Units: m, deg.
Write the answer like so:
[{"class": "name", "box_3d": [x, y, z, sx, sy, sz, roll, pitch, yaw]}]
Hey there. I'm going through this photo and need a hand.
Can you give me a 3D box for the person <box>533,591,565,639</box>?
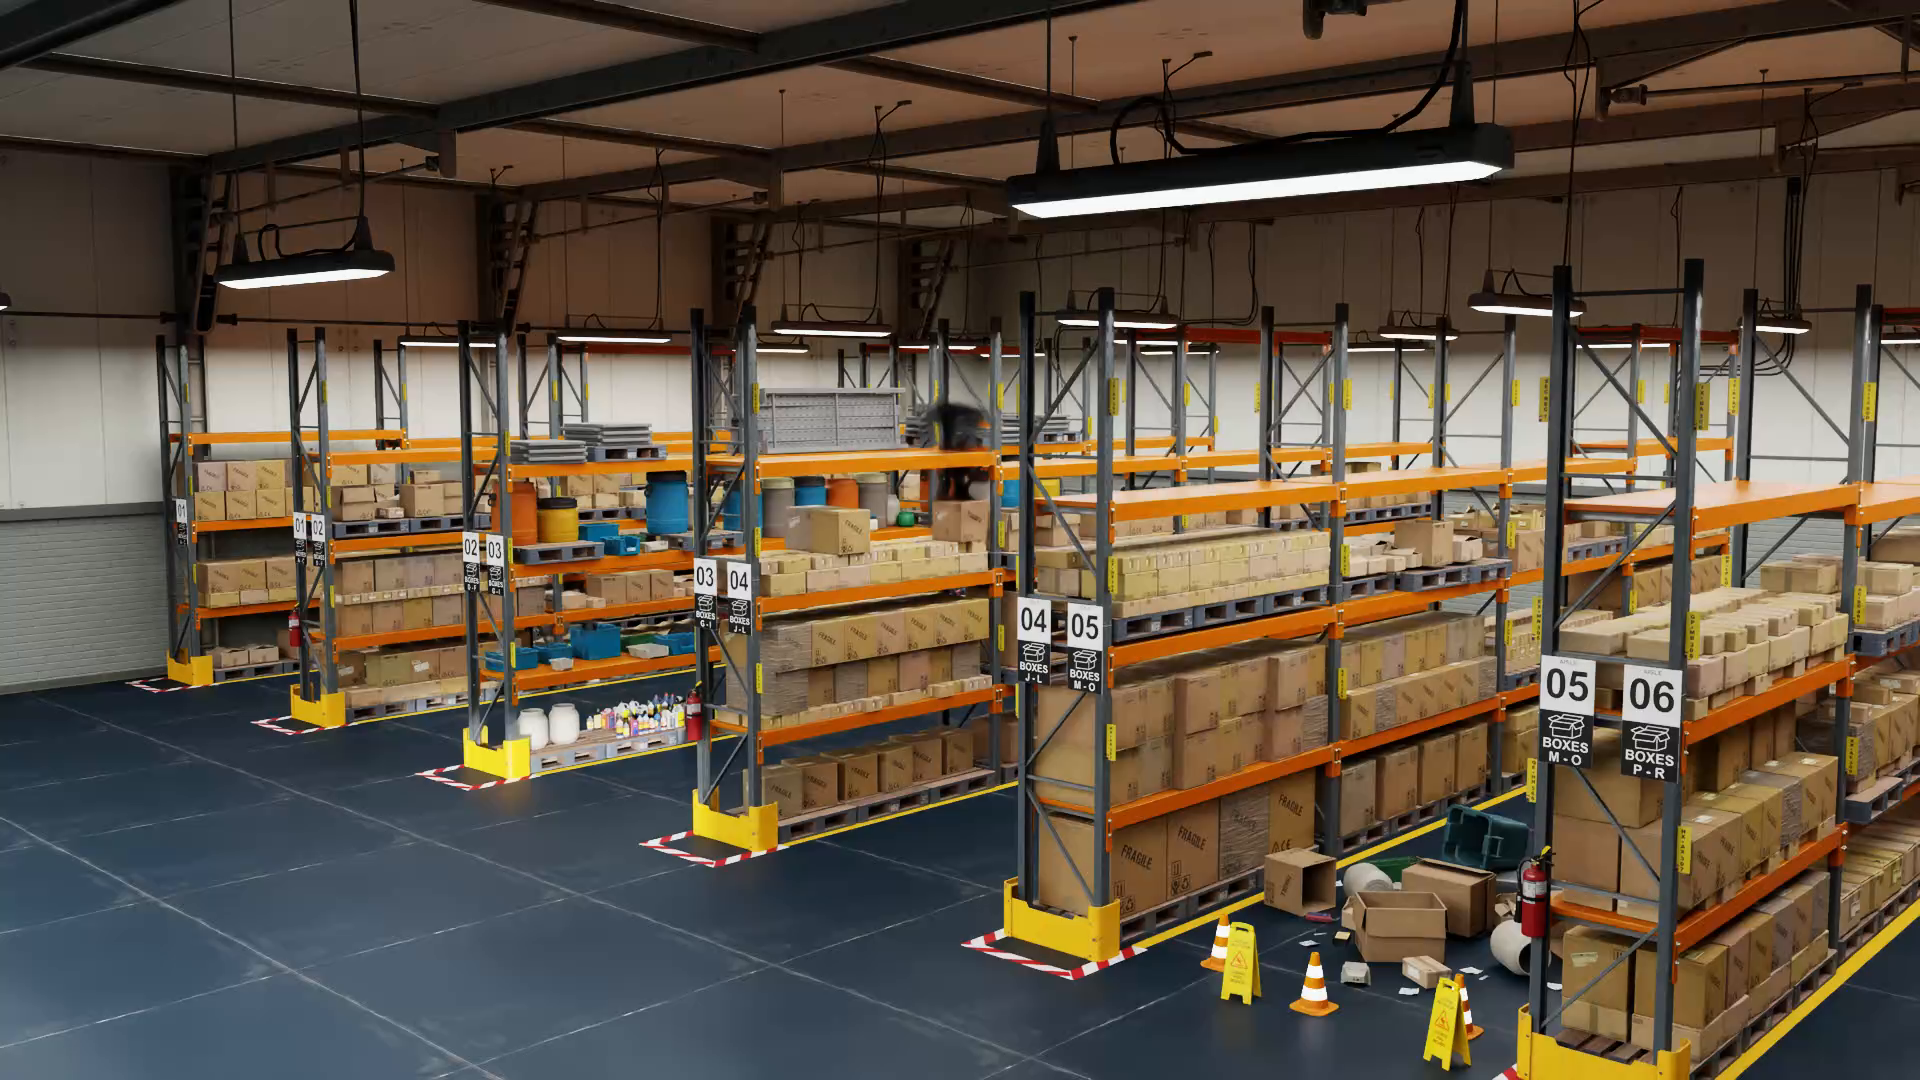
[{"class": "person", "box_3d": [-7.462, 1.517, 30.313, 0.716, 1.621, 0.916, 2, 6, 23]}]
